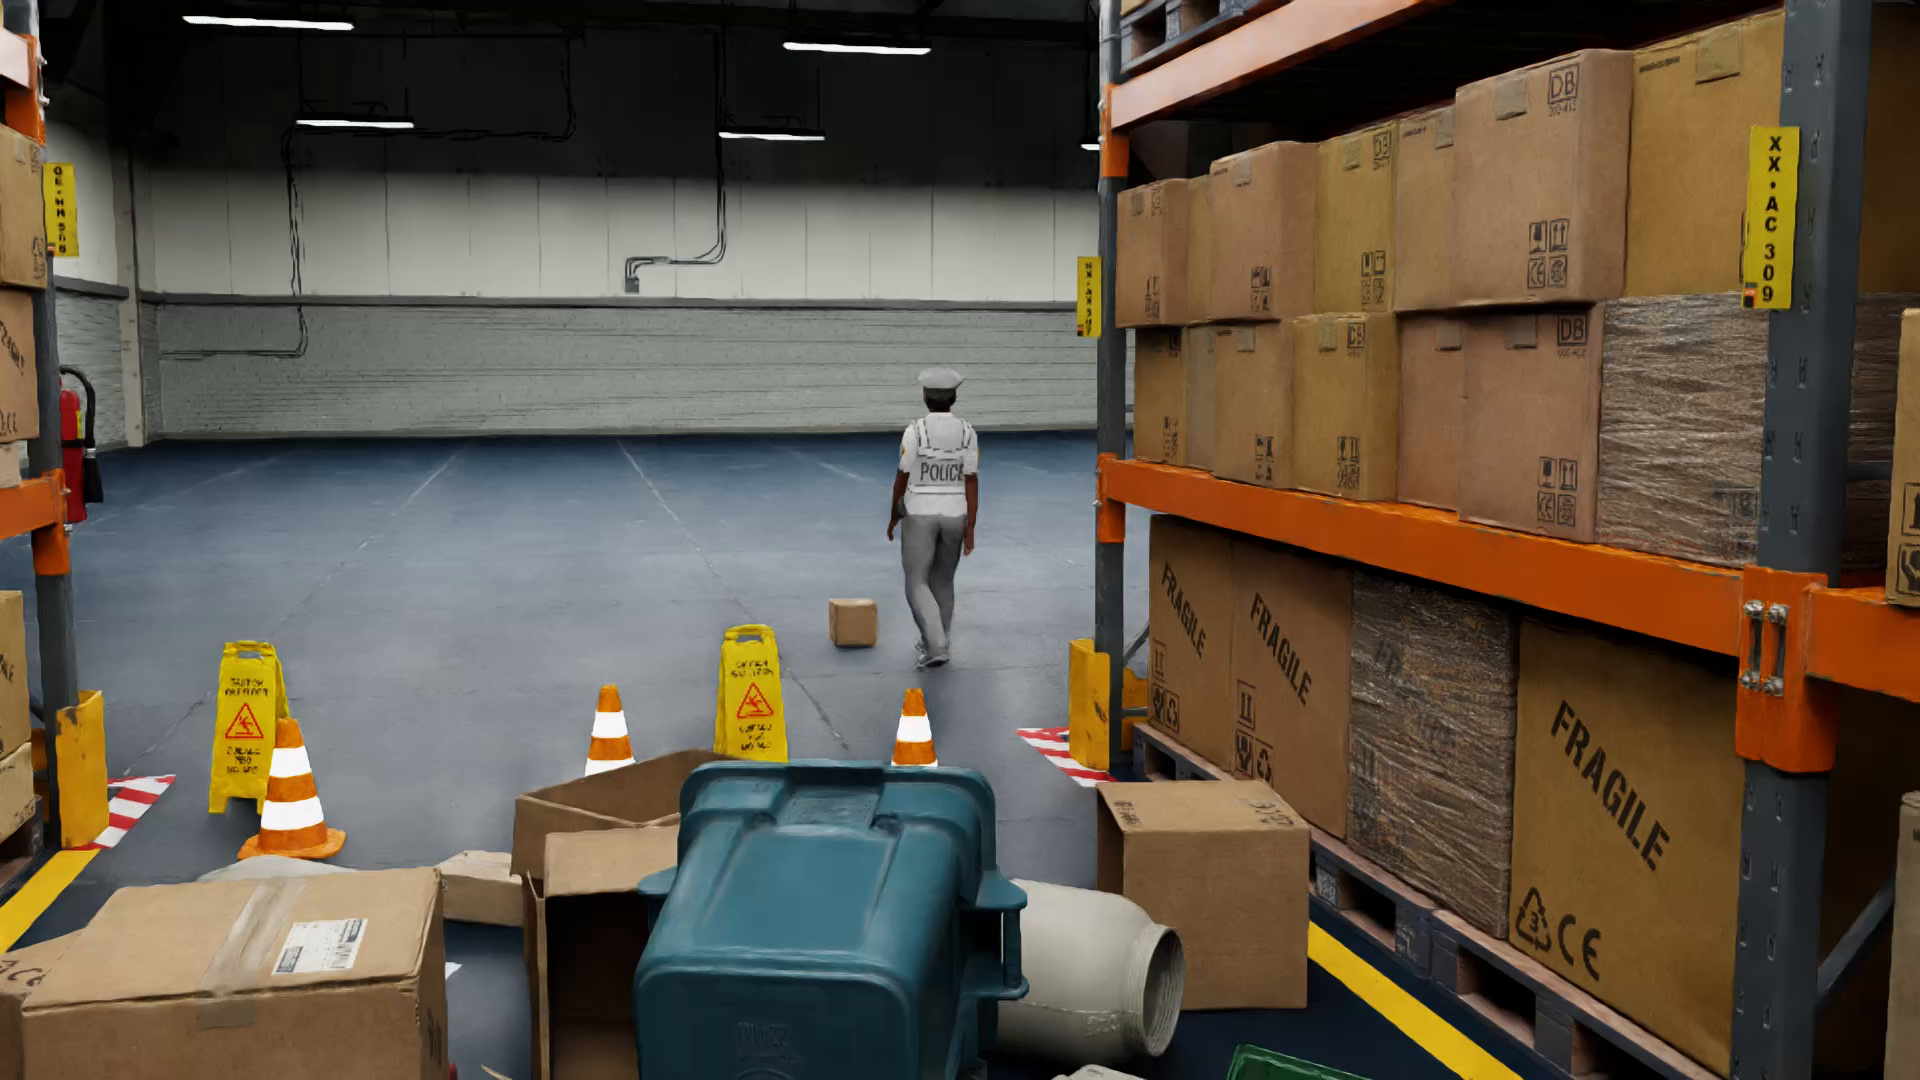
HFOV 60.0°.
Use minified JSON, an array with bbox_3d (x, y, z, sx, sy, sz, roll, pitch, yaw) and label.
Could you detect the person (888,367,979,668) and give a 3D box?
[{"bbox_3d":[-0.161,-0.126,9.179,0.444,1.653,0.874,-3,7,-24],"label":"person"}]
